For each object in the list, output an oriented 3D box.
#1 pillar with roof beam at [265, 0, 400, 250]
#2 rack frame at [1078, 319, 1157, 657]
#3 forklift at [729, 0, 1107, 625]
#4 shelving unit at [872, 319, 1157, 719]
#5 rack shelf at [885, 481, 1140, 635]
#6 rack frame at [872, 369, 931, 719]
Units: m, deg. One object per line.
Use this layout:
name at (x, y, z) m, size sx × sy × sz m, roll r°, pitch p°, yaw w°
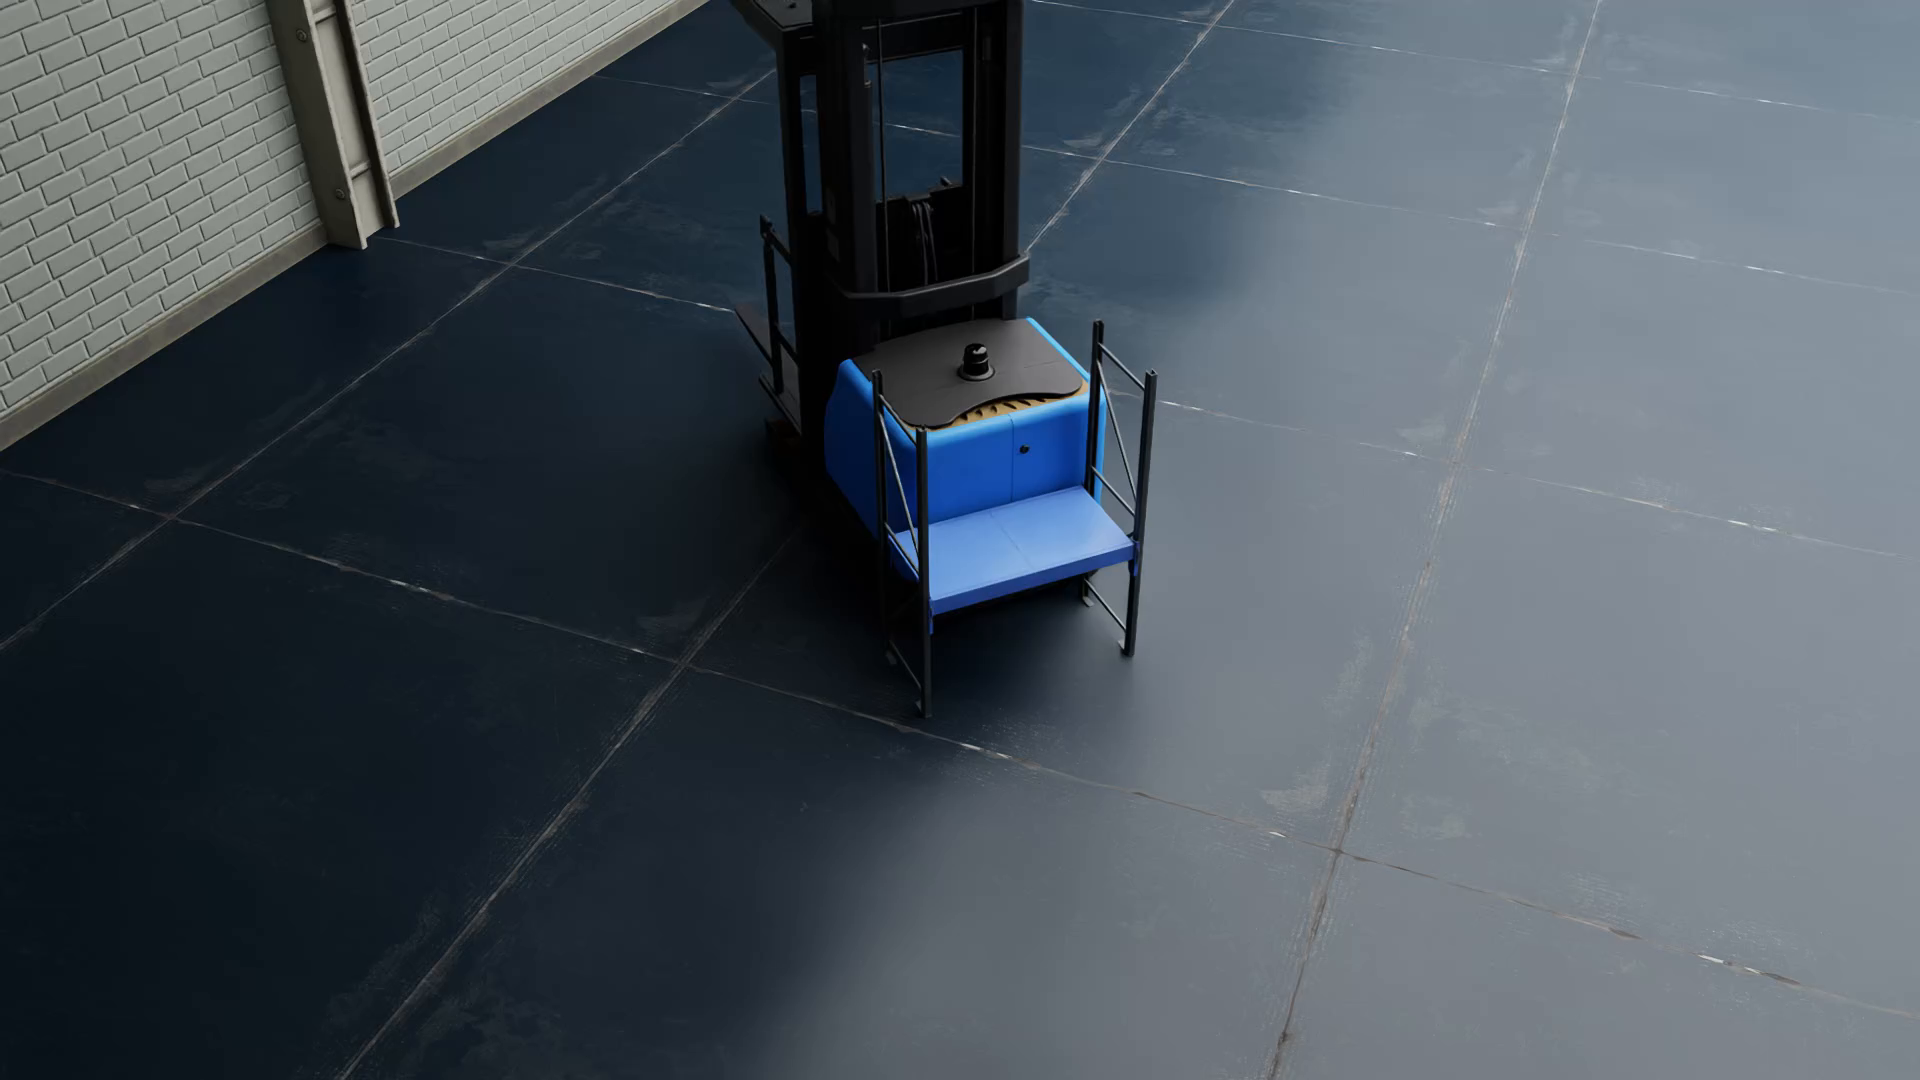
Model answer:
pillar with roof beam at (-0.001, -4.670, 7.083) m, size 9.100 × 9.000 × 0.400 m, roll 14°, pitch 39°, yaw 18°
rack frame at (0.686, -0.205, 7.373) m, size 0.032 × 1.500 × 0.500 m, roll -15°, pitch 39°, yaw -19°
forklift at (-0.398, -1.656, 8.118) m, size 1.130 × 2.935 × 3.031 m, roll -15°, pitch 39°, yaw -20°
shelving unit at (0.222, -0.080, 7.206) m, size 1.048 × 1.500 × 0.538 m, roll -15°, pitch 39°, yaw -19°
rack shelf at (0.222, 0.064, 7.314) m, size 1.000 × 0.185 × 0.538 m, roll -15°, pitch 39°, yaw -19°
rack frame at (-0.242, 0.044, 7.039) m, size 0.032 × 1.500 × 0.500 m, roll -15°, pitch 39°, yaw -19°
